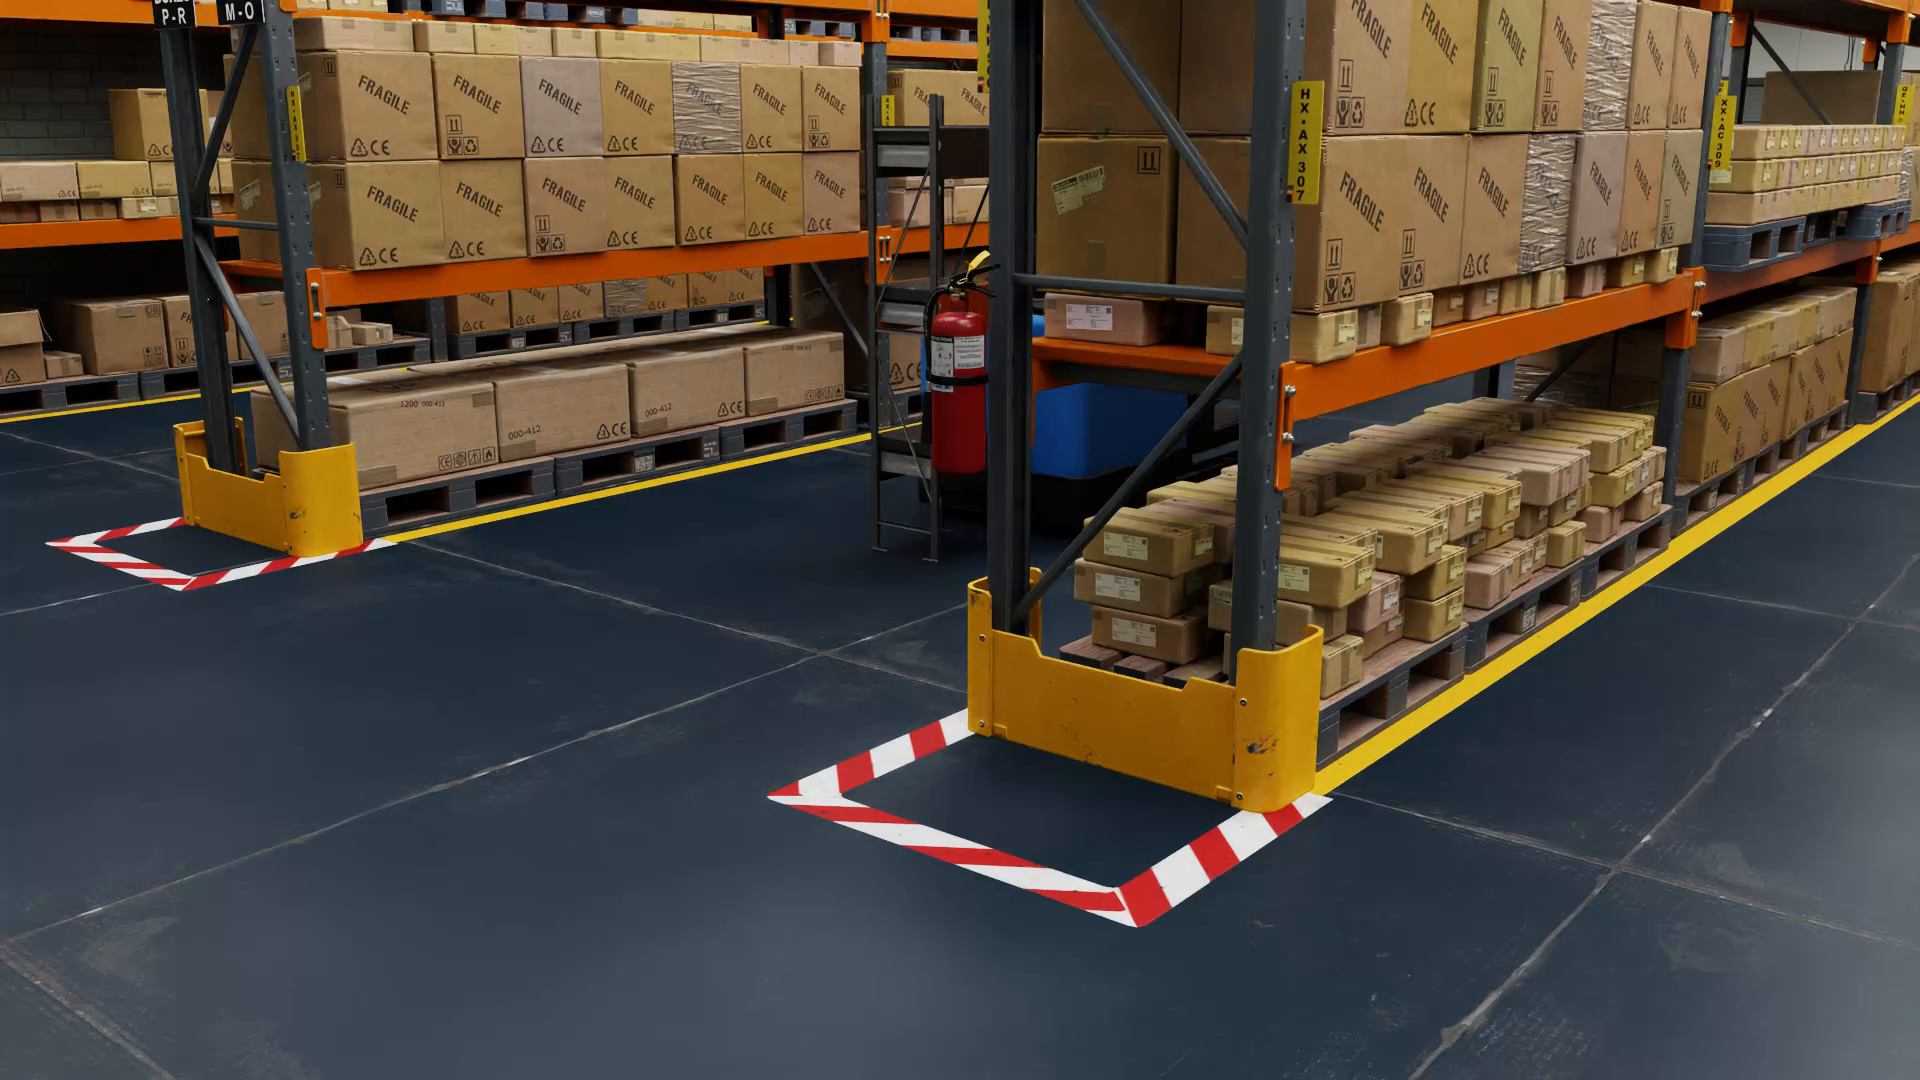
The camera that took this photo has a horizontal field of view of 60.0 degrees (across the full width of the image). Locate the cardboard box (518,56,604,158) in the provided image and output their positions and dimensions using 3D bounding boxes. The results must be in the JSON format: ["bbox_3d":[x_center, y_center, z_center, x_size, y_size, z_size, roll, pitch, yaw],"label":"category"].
[{"bbox_3d":[-2.240,-2.272,8.741,0.500,0.500,0.500,11,18,37],"label":"cardboard box"}]

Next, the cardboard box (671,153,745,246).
[{"bbox_3d":[-1.602,-1.979,9.620,0.500,0.500,0.500,11,18,37],"label":"cardboard box"}]

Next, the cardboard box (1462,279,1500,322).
[{"bbox_3d":[1.734,-0.894,6.062,0.380,0.149,0.250,11,18,36],"label":"cardboard box"}]

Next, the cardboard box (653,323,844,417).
[{"bbox_3d":[-1.364,-1.115,10.772,0.875,0.438,0.875,11,18,37],"label":"cardboard box"}]

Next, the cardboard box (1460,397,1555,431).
[{"bbox_3d":[2.650,-0.587,8.070,0.380,0.149,0.250,12,19,40],"label":"cardboard box"}]

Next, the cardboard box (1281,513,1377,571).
[{"bbox_3d":[1.187,0.026,5.657,0.380,0.149,0.250,12,18,39],"label":"cardboard box"}]

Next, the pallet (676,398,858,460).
[{"bbox_3d":[-1.424,-0.772,10.734,1.003,0.211,1.213,11,18,38],"label":"pallet"}]

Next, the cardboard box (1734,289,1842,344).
[{"bbox_3d":[5.007,-1.362,10.094,0.500,0.250,0.500,12,18,38],"label":"cardboard box"}]

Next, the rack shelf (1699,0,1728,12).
[{"bbox_3d":[1.771,-2.233,6.189,1.077,0.370,4.000,11,18,38],"label":"rack shelf"}]

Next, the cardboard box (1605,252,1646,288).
[{"bbox_3d":[2.739,-1.190,7.225,0.380,0.149,0.250,12,19,40],"label":"cardboard box"}]

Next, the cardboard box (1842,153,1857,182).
[{"bbox_3d":[4.777,-2.090,9.312,0.380,0.149,0.250,12,18,39],"label":"cardboard box"}]

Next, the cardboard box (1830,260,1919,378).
[{"bbox_3d":[6.542,-1.661,12.284,1.050,0.750,0.750,12,18,38],"label":"cardboard box"}]

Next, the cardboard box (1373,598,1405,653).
[{"bbox_3d":[1.344,0.271,5.900,0.380,0.149,0.250,12,18,38],"label":"cardboard box"}]

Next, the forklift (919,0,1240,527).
[{"bbox_3d":[1.051,-1.782,9.186,1.130,2.935,3.031,10,17,34],"label":"forklift"}]

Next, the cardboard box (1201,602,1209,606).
[{"bbox_3d":[0.766,0.236,6.041,0.380,0.149,0.250,12,19,39],"label":"cardboard box"}]

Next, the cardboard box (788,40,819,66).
[{"bbox_3d":[-1.082,-2.963,10.143,0.380,0.149,0.250,12,18,39],"label":"cardboard box"}]

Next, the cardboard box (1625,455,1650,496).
[{"bbox_3d":[2.917,-0.313,7.597,0.380,0.149,0.250,10,17,35],"label":"cardboard box"}]

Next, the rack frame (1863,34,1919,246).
[{"bbox_3d":[8.056,-3.043,14.008,1.000,3.000,0.127,11,18,38],"label":"rack frame"}]

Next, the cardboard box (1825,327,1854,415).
[{"bbox_3d":[5.332,-1.102,10.594,0.500,0.500,0.500,11,18,37],"label":"cardboard box"}]

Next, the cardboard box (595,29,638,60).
[{"bbox_3d":[-1.954,-2.654,8.928,0.380,0.149,0.250,11,18,36],"label":"cardboard box"}]

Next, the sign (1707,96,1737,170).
[{"bbox_3d":[3.455,-1.848,7.546,0.100,0.325,0.005,11,18,38],"label":"sign"}]

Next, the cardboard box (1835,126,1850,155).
[{"bbox_3d":[4.612,-2.185,9.081,0.380,0.149,0.250,12,19,39],"label":"cardboard box"}]

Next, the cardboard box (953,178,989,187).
[{"bbox_3d":[-0.084,-2.572,11.444,0.500,0.250,0.500,12,18,38],"label":"cardboard box"}]

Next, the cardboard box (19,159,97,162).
[{"bbox_3d":[-6.540,-2.652,12.171,0.500,0.250,0.500,12,19,39],"label":"cardboard box"}]

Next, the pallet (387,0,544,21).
[{"bbox_3d":[-4.284,-4.501,14.040,1.213,0.211,1.003,11,18,38],"label":"pallet"}]

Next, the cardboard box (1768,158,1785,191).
[{"bbox_3d":[3.795,-1.791,8.133,0.380,0.149,0.250,11,18,36],"label":"cardboard box"}]

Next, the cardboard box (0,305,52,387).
[{"bbox_3d":[-6.805,-1.355,11.581,0.797,0.503,0.637,10,18,35],"label":"cardboard box"}]

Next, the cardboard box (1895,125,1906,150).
[{"bbox_3d":[5.591,-2.482,10.250,0.380,0.149,0.250,10,18,35],"label":"cardboard box"}]

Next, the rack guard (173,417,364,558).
[{"bbox_3d":[-3.415,-0.275,8.191,1.175,0.500,0.348,11,18,38],"label":"rack guard"}]

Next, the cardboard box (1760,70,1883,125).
[{"bbox_3d":[5.832,-2.894,11.190,0.700,0.500,0.500,11,18,37],"label":"cardboard box"}]

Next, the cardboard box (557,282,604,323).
[{"bbox_3d":[-3.626,-2.273,15.202,0.500,0.500,0.500,11,18,36],"label":"cardboard box"}]

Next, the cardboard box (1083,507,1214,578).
[{"bbox_3d":[0.650,0.005,5.741,0.380,0.149,0.250,12,18,38],"label":"cardboard box"}]

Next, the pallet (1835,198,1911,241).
[{"bbox_3d":[5.177,-2.031,10.414,1.213,0.211,1.003,11,18,38],"label":"pallet"}]

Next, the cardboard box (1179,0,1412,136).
[{"bbox_3d":[1.003,-1.467,4.967,0.500,0.500,0.500,11,18,37],"label":"cardboard box"}]

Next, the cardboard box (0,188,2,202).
[{"bbox_3d":[-6.768,-2.375,11.082,0.500,0.250,0.500,11,18,38],"label":"cardboard box"}]

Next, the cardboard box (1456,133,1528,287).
[{"bbox_3d":[1.645,-1.179,5.864,0.500,0.500,0.500,12,18,38],"label":"cardboard box"}]

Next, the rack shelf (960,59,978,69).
[{"bbox_3d":[1.536,-6.045,21.195,1.077,0.370,4.000,11,18,38],"label":"rack shelf"}]

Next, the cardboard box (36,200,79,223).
[{"bbox_3d":[-6.374,-2.308,11.626,0.380,0.149,0.250,12,19,39],"label":"cardboard box"}]

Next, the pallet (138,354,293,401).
[{"bbox_3d":[-5.948,-1.307,12.840,1.003,0.211,1.213,11,18,38],"label":"pallet"}]

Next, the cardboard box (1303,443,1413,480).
[{"bbox_3d":[1.648,-0.292,6.907,0.380,0.149,0.250,11,18,38],"label":"cardboard box"}]

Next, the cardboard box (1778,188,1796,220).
[{"bbox_3d":[3.963,-1.698,8.372,0.380,0.149,0.250,11,18,38],"label":"cardboard box"}]

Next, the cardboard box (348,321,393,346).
[{"bbox_3d":[-4.870,-1.694,13.638,0.380,0.149,0.250,11,18,36],"label":"cardboard box"}]

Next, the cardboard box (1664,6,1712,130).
[{"bbox_3d":[2.943,-2.056,7.286,0.500,0.500,0.500,10,18,36],"label":"cardboard box"}]

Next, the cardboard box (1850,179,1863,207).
[{"bbox_3d":[4.943,-1.997,9.550,0.380,0.149,0.250,10,18,35],"label":"cardboard box"}]

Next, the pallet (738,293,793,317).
[{"bbox_3d":[-1.687,-2.591,17.893,1.003,0.211,1.213,11,18,38],"label":"pallet"}]

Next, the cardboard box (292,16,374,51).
[{"bbox_3d":[-2.961,-2.364,7.785,0.380,0.149,0.250,12,18,39],"label":"cardboard box"}]

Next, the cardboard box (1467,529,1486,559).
[{"bbox_3d":[1.821,-0.032,6.489,0.380,0.149,0.250,12,19,40],"label":"cardboard box"}]

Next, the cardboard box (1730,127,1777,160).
[{"bbox_3d":[3.633,-1.885,7.900,0.380,0.149,0.250,12,19,40],"label":"cardboard box"}]

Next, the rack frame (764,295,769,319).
[{"bbox_3d":[-2.235,-3.791,16.953,1.000,3.000,0.127,11,18,38],"label":"rack frame"}]

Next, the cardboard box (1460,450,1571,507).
[{"bbox_3d":[2.244,-0.251,6.749,0.380,0.149,0.250,10,18,36],"label":"cardboard box"}]

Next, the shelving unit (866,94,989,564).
[{"bbox_3d":[-0.104,-0.986,7.740,0.431,2.100,0.503,11,18,38],"label":"shelving unit"}]

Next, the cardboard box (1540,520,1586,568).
[{"bbox_3d":[2.396,-0.006,6.993,0.380,0.149,0.250,11,18,37],"label":"cardboard box"}]

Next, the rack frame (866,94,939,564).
[{"bbox_3d":[-0.257,-0.939,7.556,0.400,2.100,0.015,11,18,38],"label":"rack frame"}]
